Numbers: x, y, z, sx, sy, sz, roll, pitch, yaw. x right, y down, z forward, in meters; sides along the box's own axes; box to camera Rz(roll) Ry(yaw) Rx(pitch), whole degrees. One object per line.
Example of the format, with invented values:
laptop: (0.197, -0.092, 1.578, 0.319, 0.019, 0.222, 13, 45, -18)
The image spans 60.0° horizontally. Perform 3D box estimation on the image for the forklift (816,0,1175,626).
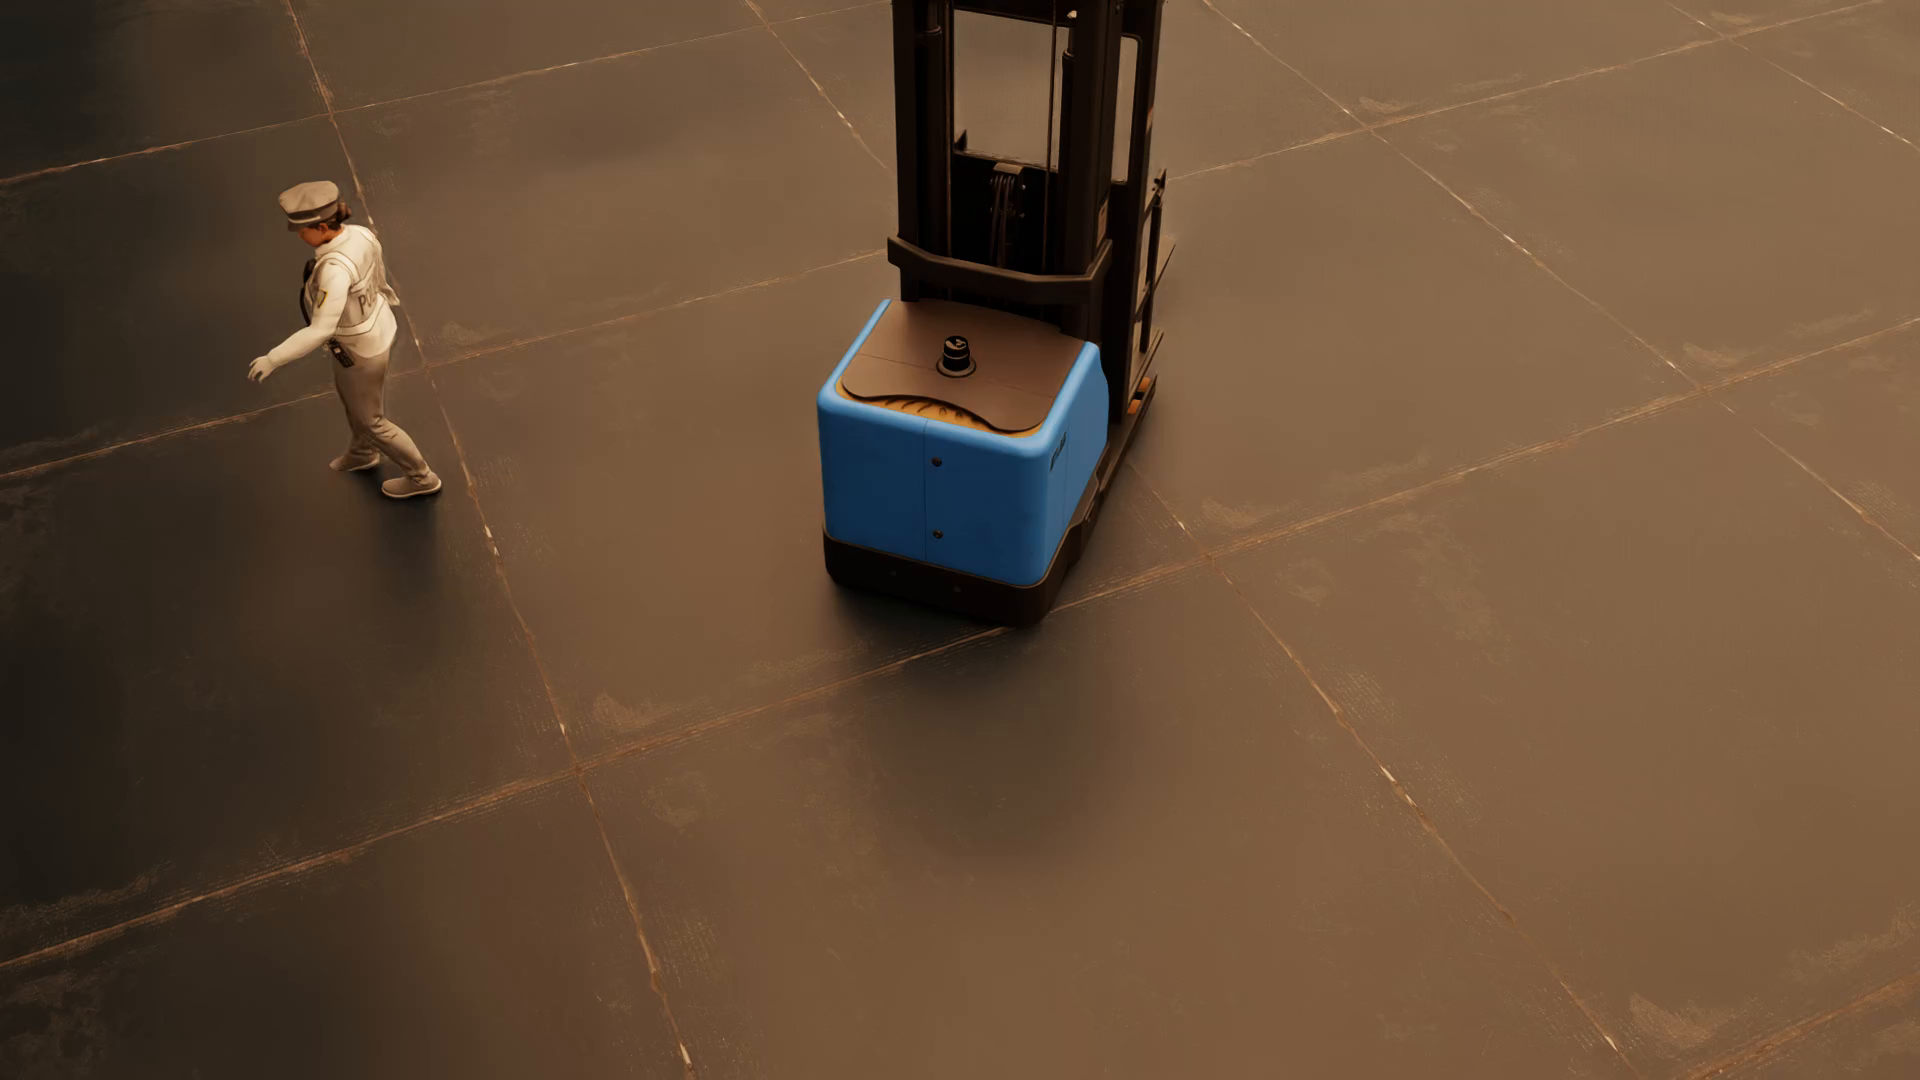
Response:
forklift: (0.367, -1.710, 7.513, 1.130, 2.935, 3.031, 14, 45, 15)

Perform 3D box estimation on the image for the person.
person: (-2.824, -0.882, 7.608, 0.610, 1.686, 0.915, 0, 43, 0)
